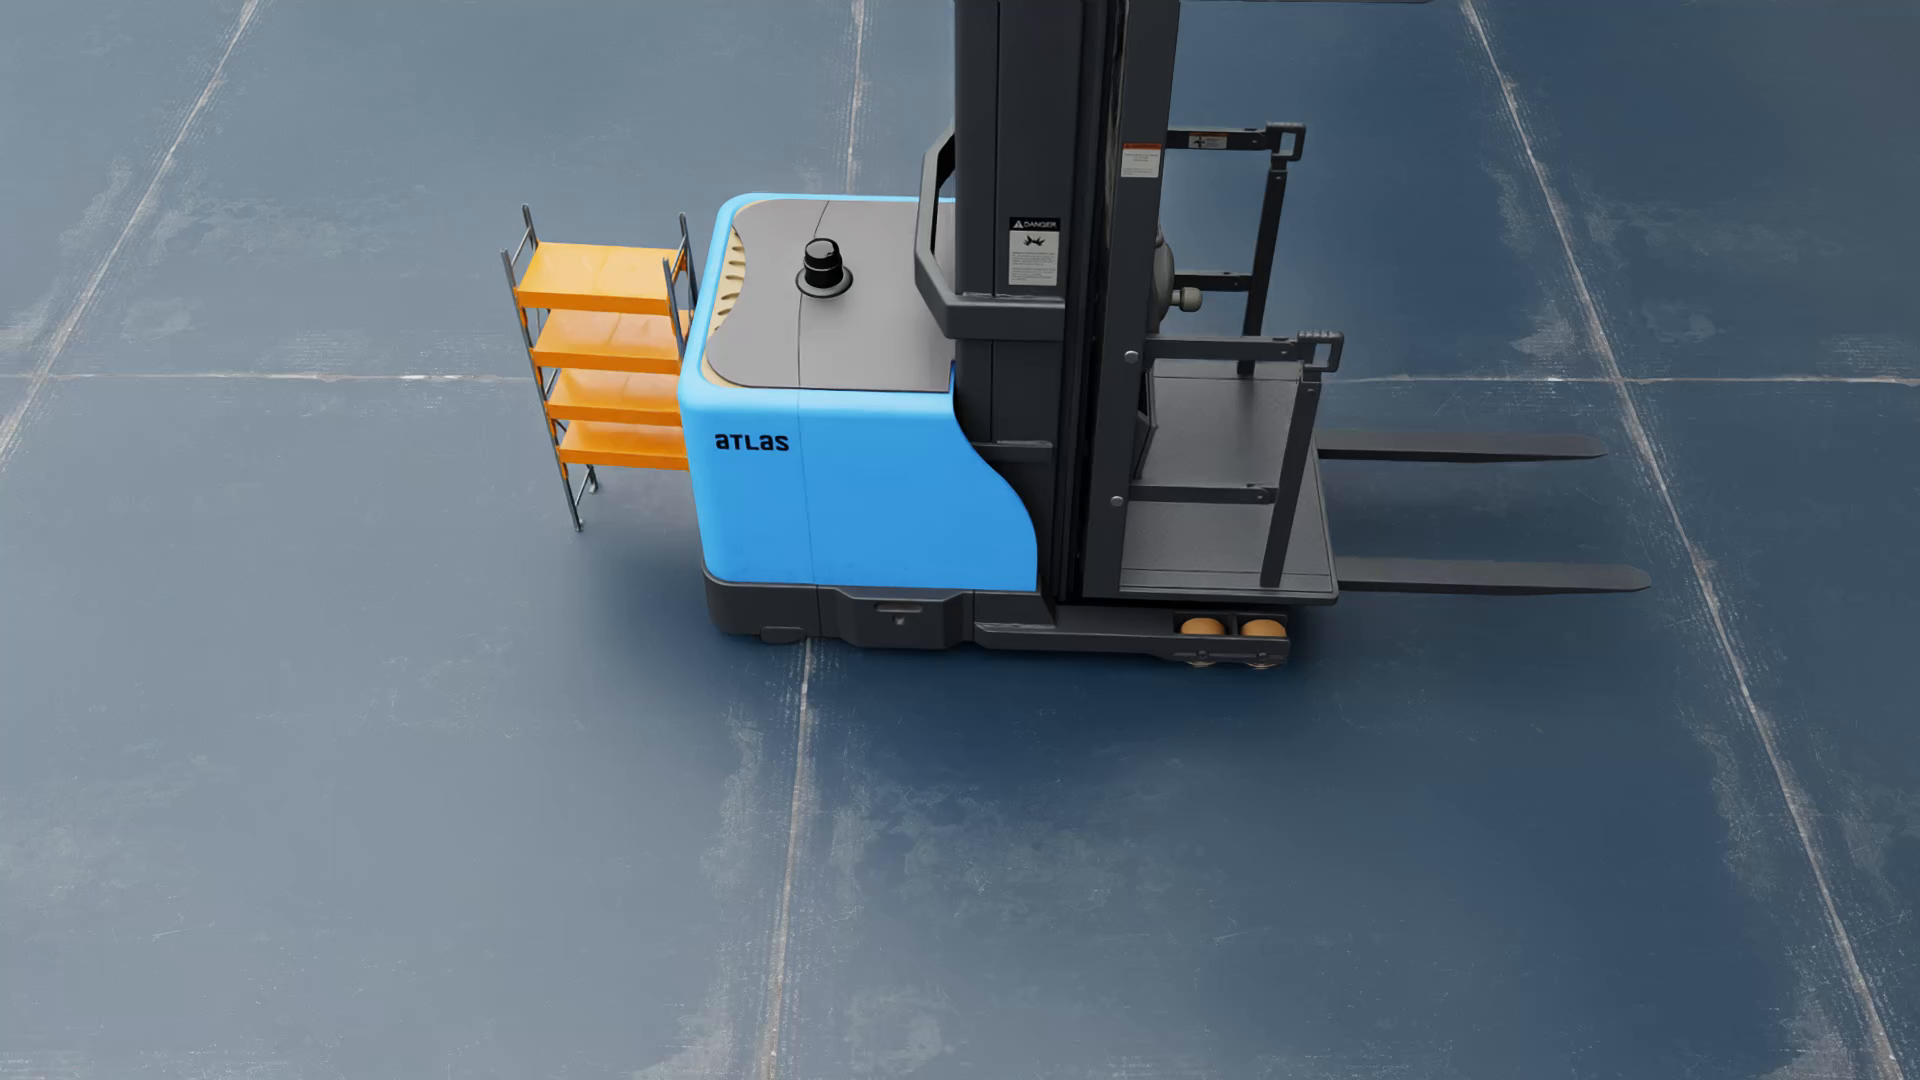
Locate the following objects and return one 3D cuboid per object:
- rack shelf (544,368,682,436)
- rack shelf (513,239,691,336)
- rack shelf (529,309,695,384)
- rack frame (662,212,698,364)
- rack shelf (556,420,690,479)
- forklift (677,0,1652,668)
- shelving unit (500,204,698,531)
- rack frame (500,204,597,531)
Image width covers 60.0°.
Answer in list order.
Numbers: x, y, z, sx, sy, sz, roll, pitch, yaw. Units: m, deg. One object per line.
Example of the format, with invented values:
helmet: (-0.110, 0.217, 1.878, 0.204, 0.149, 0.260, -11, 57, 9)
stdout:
rack shelf: (-1.082, -0.464, 5.449, 0.480, 0.148, 0.258, 4, 47, 5)
rack shelf: (-1.090, -0.779, 5.113, 0.480, 0.148, 0.258, 4, 47, 5)
rack shelf: (-1.086, -0.617, 5.285, 0.480, 0.148, 0.258, 4, 47, 5)
rack frame: (-0.841, -0.493, 5.378, 0.015, 1.200, 0.240, 4, 47, 5)
rack shelf: (-1.079, -0.329, 5.594, 0.480, 0.148, 0.258, 4, 47, 5)
forklift: (0.710, -0.988, 4.667, 3.031, 2.935, 1.130, 2, 47, 2)
shelving unit: (-1.084, -0.510, 5.400, 0.503, 1.200, 0.258, 4, 47, 5)
rack frame: (-1.326, -0.528, 5.421, 0.015, 1.200, 0.240, 4, 47, 5)
